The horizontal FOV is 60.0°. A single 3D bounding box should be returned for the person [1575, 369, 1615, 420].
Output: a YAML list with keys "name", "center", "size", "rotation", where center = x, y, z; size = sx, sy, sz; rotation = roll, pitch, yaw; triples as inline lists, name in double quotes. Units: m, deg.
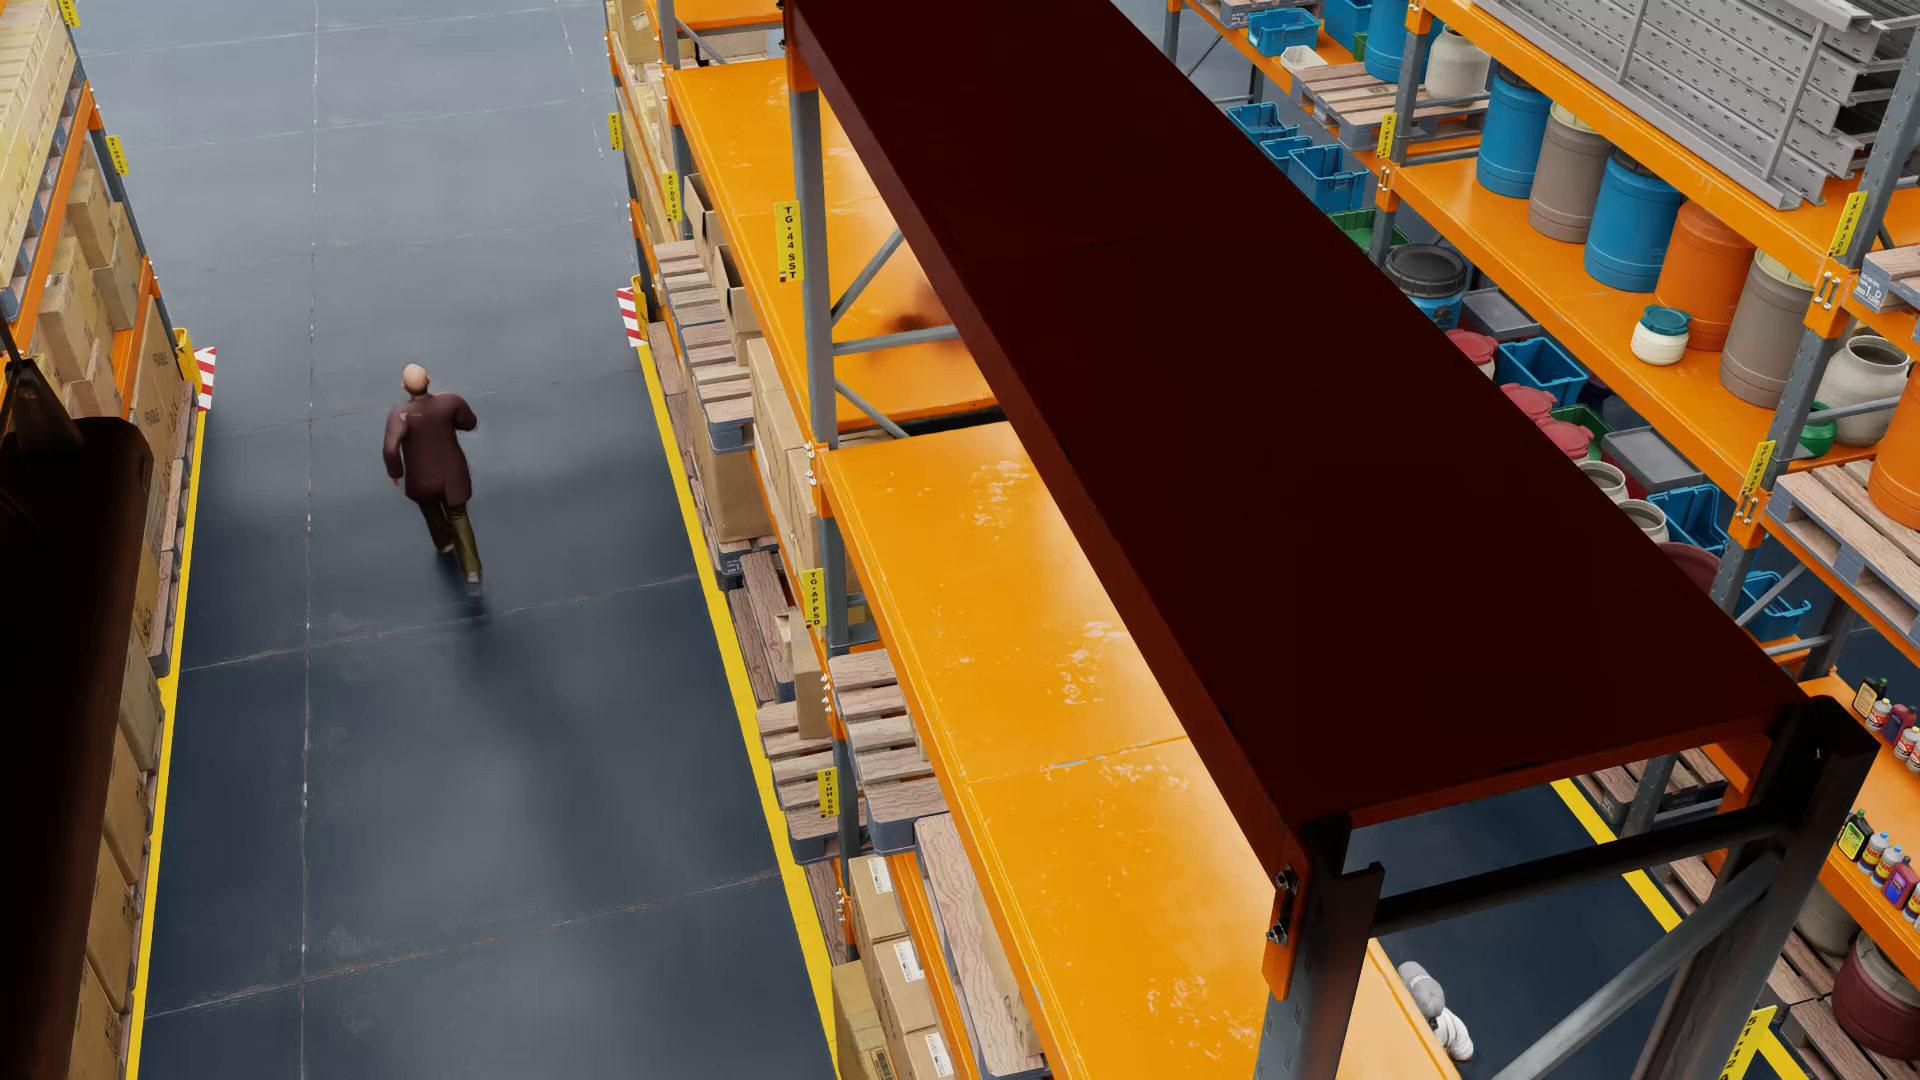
- name: "person"
  center: [5.173, -1.263, 13.172]
  size: [0.535, 1.548, 0.567]
  rotation: [-9, 39, -11]

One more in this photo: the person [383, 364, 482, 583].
- name: "person"
  center: [-3.735, -0.425, 11.965]
  size: [0.738, 1.854, 0.970]
  rotation: [-22, 43, -25]

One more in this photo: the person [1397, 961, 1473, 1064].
- name: "person"
  center: [2.161, 2.677, 8.146]
  size: [0.608, 1.617, 0.599]
  rotation: [-10, 39, -12]
